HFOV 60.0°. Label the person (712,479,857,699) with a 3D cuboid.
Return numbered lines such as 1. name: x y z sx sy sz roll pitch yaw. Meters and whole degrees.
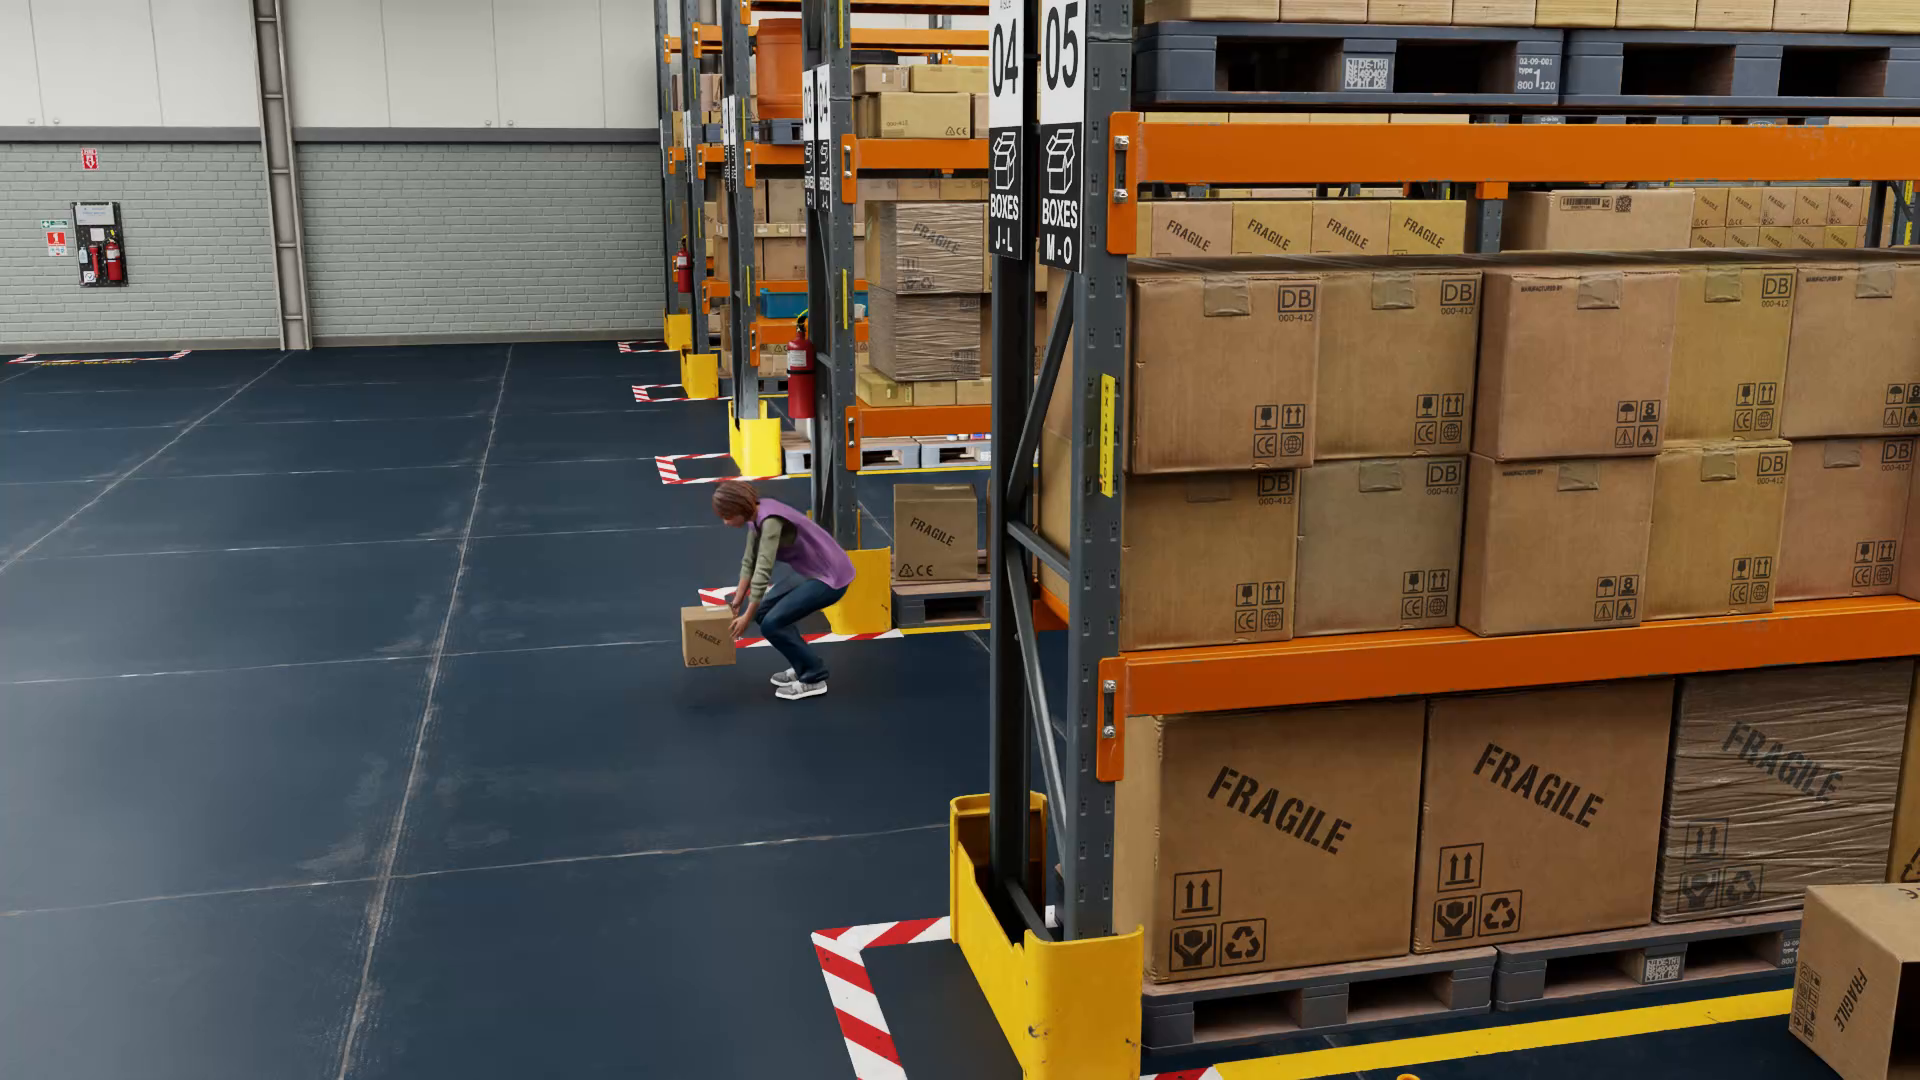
1. person: -0.887 0.248 8.495 0.730 1.122 0.463 -3 13 -13
